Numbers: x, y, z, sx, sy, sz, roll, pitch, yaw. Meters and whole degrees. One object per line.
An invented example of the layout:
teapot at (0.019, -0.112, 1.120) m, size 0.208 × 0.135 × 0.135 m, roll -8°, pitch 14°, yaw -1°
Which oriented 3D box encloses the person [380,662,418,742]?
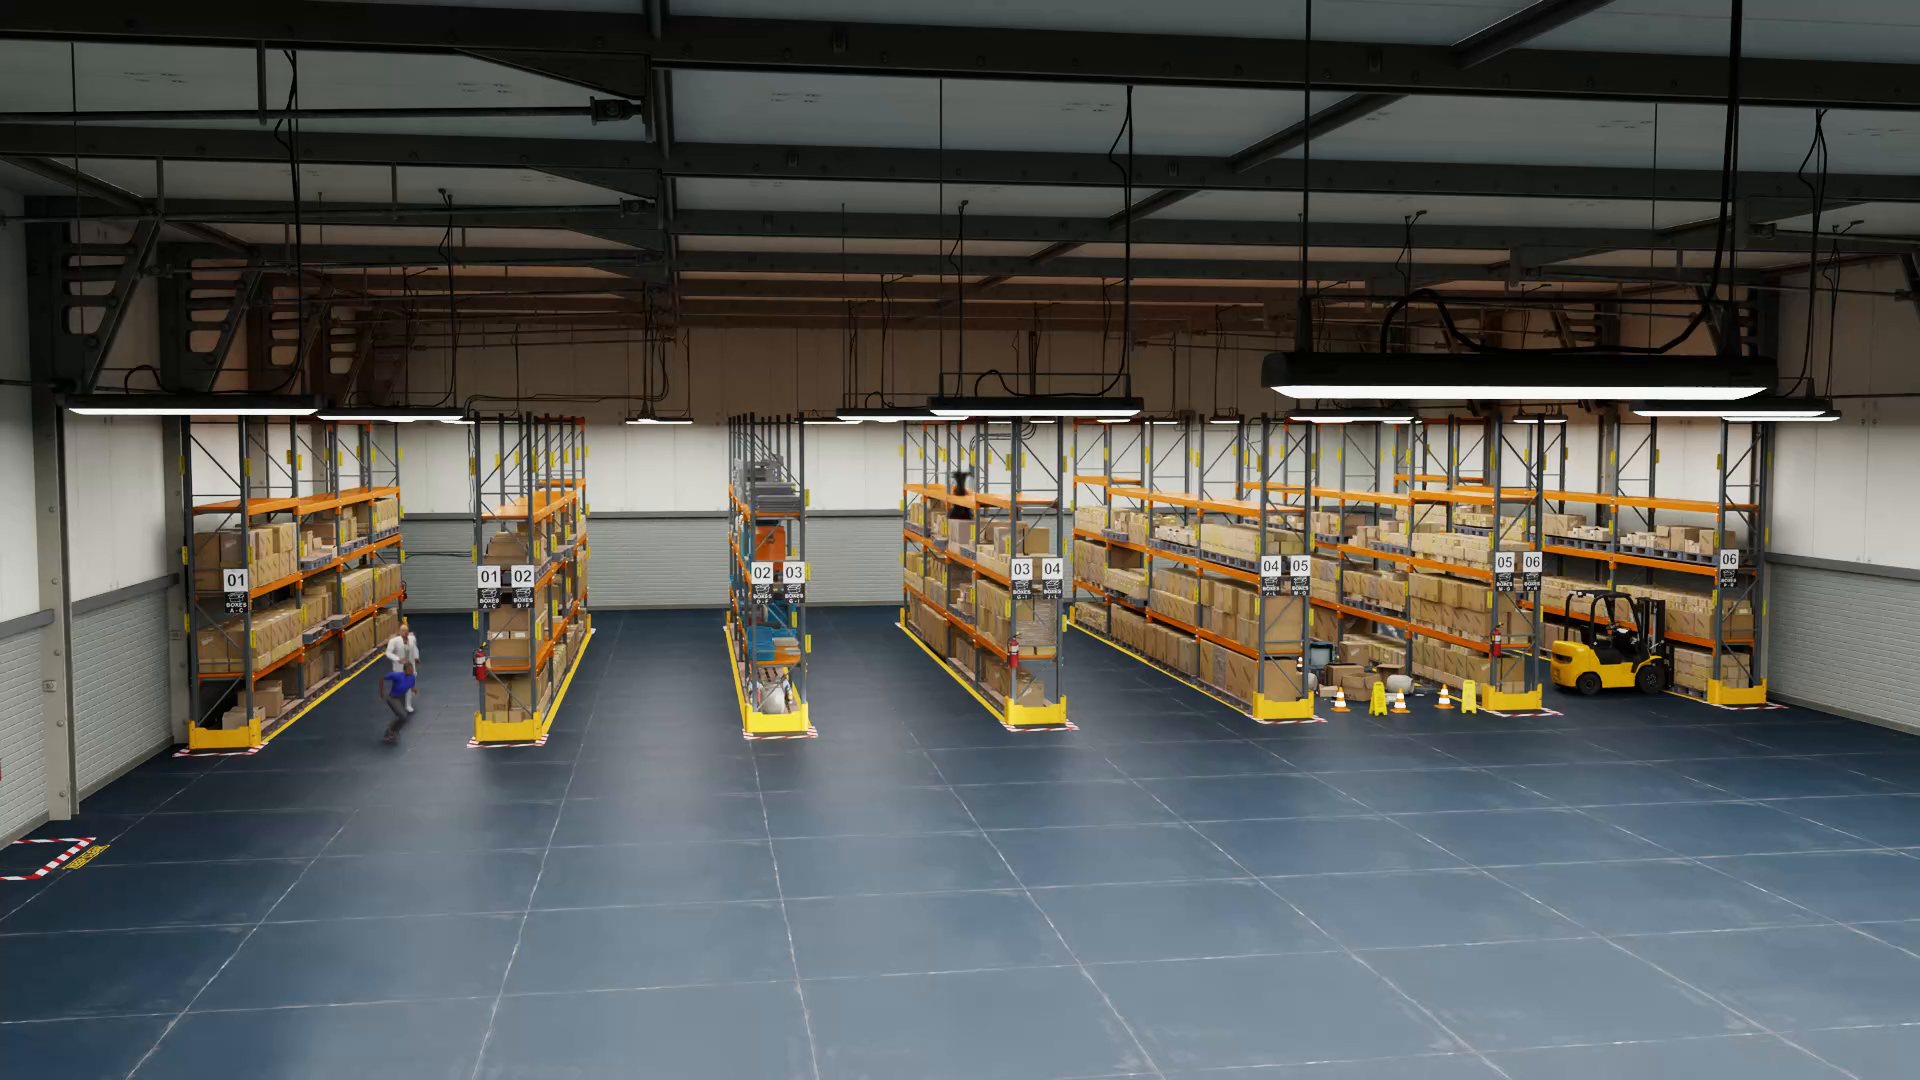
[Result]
person at (-10.148, 2.929, 30.010) m, size 0.874 × 1.488 × 0.613 m, roll 2°, pitch 5°, yaw 31°

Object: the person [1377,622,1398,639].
person at (11.192, 1.879, 43.739) m, size 0.672 × 1.749 × 0.914 m, roll -1°, pitch 4°, yaw -21°

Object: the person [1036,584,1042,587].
person at (2.579, 1.552, 49.930) m, size 0.695 × 1.574 × 1.023 m, roll 0°, pitch 4°, yaw 0°

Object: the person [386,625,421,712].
person at (-11.306, 2.568, 33.660) m, size 0.694 × 1.742 × 0.939 m, roll -3°, pitch 5°, yaw -35°
